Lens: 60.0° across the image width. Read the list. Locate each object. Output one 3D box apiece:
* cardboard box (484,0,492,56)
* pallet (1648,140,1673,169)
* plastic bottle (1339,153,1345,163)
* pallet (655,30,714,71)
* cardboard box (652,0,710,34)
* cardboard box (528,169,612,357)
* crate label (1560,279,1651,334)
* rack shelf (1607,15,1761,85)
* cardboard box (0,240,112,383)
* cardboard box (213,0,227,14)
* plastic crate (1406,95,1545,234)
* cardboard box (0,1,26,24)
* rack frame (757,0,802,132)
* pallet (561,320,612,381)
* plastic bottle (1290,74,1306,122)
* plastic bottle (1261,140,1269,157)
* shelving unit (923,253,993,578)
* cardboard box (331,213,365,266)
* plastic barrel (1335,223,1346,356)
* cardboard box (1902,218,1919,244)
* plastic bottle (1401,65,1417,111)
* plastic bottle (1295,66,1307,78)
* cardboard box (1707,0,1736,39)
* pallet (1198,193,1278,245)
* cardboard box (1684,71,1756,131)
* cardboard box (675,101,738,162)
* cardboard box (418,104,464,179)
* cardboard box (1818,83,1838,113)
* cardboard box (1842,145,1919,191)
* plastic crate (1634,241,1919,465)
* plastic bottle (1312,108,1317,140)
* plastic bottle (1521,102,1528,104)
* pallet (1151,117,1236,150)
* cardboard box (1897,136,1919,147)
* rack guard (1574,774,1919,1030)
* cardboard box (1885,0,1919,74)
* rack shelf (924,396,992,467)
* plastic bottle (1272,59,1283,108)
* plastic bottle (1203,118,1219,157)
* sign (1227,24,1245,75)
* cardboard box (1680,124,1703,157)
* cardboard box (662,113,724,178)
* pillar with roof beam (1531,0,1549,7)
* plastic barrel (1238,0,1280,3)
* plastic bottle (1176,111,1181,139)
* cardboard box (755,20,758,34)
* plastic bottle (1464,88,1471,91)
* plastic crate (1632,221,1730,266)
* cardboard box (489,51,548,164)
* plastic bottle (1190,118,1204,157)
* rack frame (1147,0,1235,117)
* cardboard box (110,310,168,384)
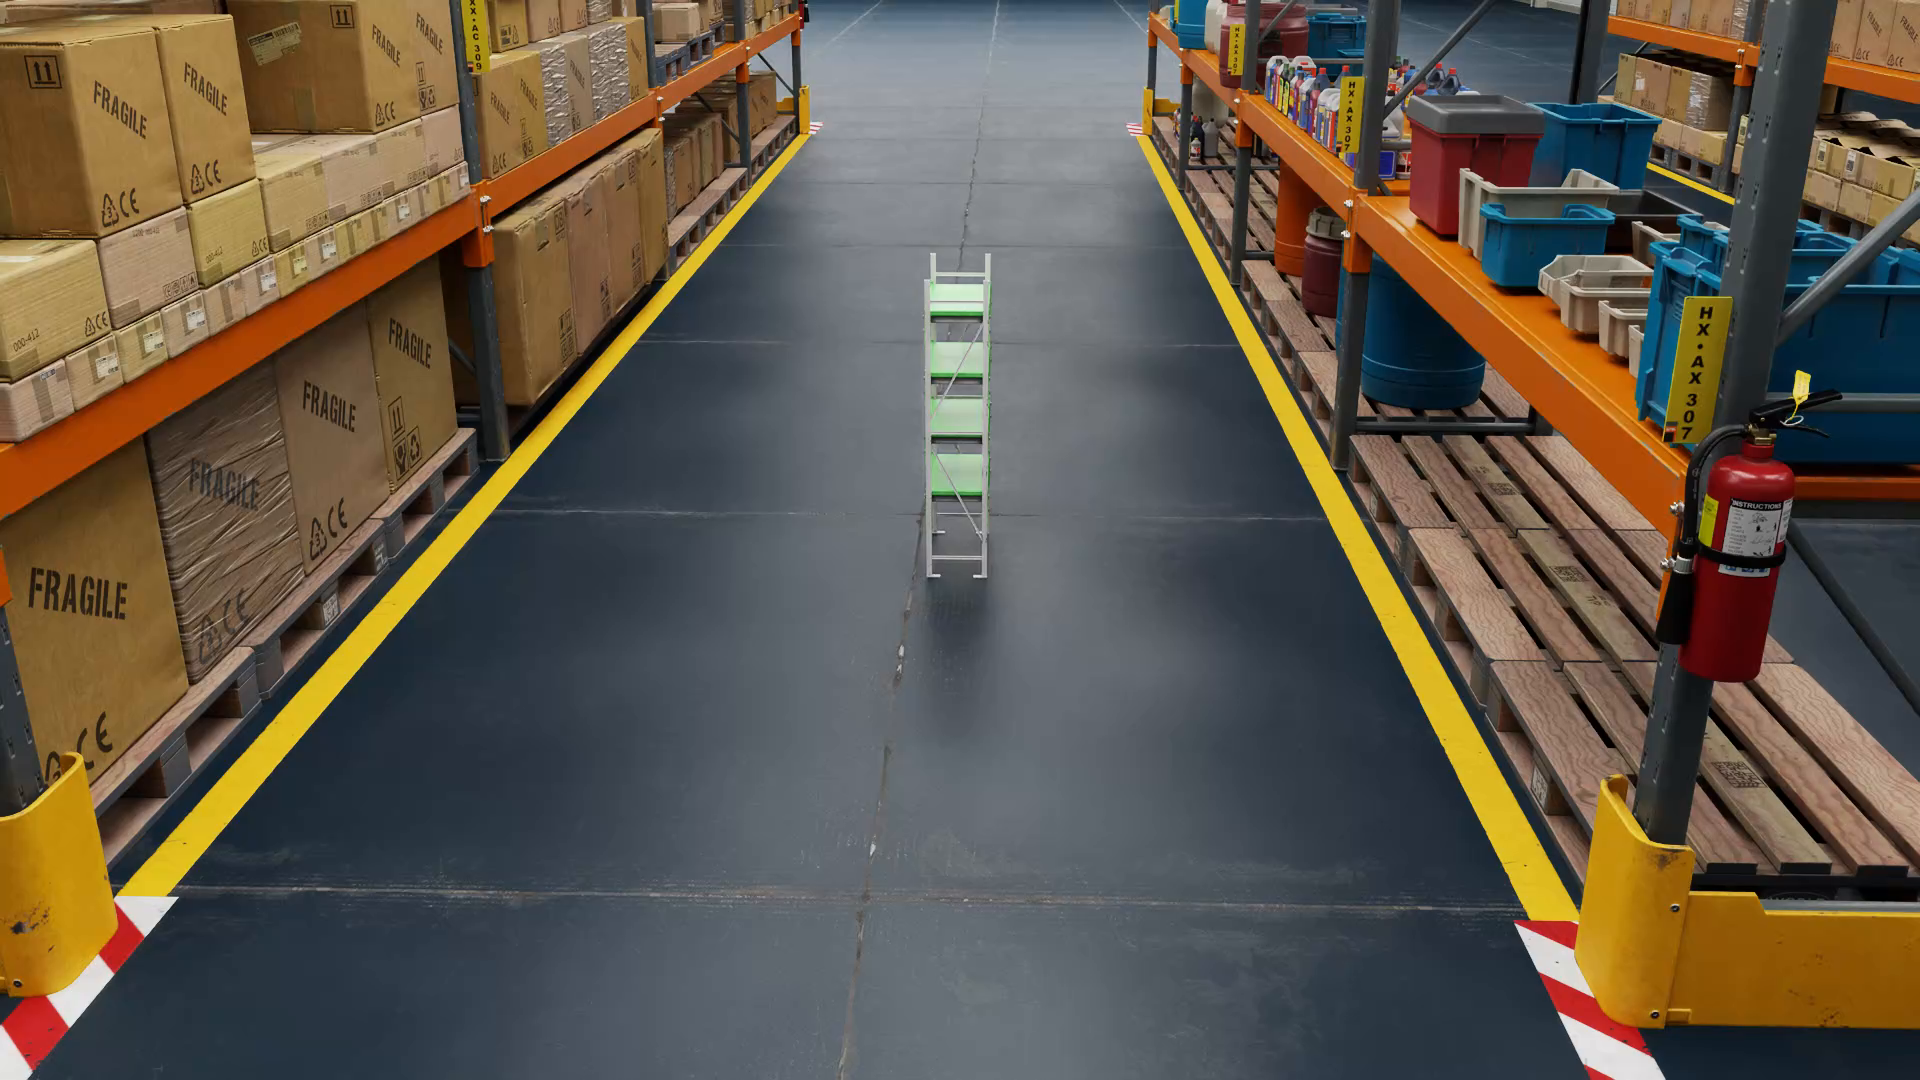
[{"bbox_3d":[-2.672,-2.535,7.891,0.797,0.503,0.637,0,21,0],"label":"cardboard box"},{"bbox_3d":[7.562,-4.002,17.050,1.003,0.211,1.213,1,21,2],"label":"pallet"},{"bbox_3d":[1.968,-2.048,8.230,0.144,0.351,0.185,1,21,2],"label":"plastic bottle"},{"bbox_3d":[-2.542,-3.863,13.103,1.003,0.211,1.213,1,21,2],"label":"pallet"},{"bbox_3d":[-2.400,-4.299,13.238,0.797,0.503,0.637,3,21,7],"label":"cardboard box"},{"bbox_3d":[-2.658,-1.550,9.233,1.225,0.875,0.875,0,21,0],"label":"cardboard box"},{"bbox_3d":[1.997,-0.697,4.959,0.396,0.136,0.243,1,21,2],"label":"crate label"},{"bbox_3d":[7.522,-4.960,16.660,1.077,0.370,4.000,1,21,2],"label":"rack shelf"},{"bbox_3d":[-2.521,-0.583,4.181,0.500,0.250,0.500,0,21,0],"label":"cardboard box"},{"bbox_3d":[-2.976,-1.860,6.435,0.500,0.500,0.500,1,21,2],"label":"cardboard box"},{"bbox_3d":[1.989,-1.473,6.508,0.402,0.464,0.583,1,21,2],"label":"plastic crate"},{"bbox_3d":[-7.220,-3.717,12.324,0.500,0.500,0.500,0,21,1],"label":"cardboard box"},{"bbox_3d":[-2.318,-6.129,18.678,1.000,3.000,0.127,1,21,2],"label":"rack frame"},{"bbox_3d":[-2.701,-1.212,9.861,1.003,0.211,1.213,1,21,2],"label":"pallet"},{"bbox_3d":[1.994,-2.593,9.743,0.097,0.271,0.097,0,21,0],"label":"plastic bottle"},{"bbox_3d":[2.941,-3.791,15.809,0.152,0.276,0.135,1,21,4],"label":"plastic bottle"},{"bbox_3d":[-0.005,-0.500,6.658,0.258,1.200,0.503,1,21,2],"label":"shelving unit"},{"bbox_3d":[-2.404,-1.094,6.050,0.380,0.149,0.250,0,21,1],"label":"cardboard box"},{"bbox_3d":[2.322,-1.406,8.825,0.600,0.901,0.708,1,21,2],"label":"plastic barrel"},{"bbox_3d":[7.112,-2.233,11.857,0.500,0.250,0.500,1,21,3],"label":"cardboard box"},{"bbox_3d":[2.768,-2.775,10.213,0.097,0.271,0.097,0,21,0],"label":"plastic bottle"},{"bbox_3d":[2.068,-2.759,10.171,0.097,0.271,0.097,0,21,0],"label":"plastic bottle"},{"bbox_3d":[7.478,-4.970,15.553,0.700,0.500,0.500,0,21,1],"label":"cardboard box"},{"bbox_3d":[2.491,-2.601,13.441,1.003,0.211,1.213,1,21,2],"label":"pallet"},{"bbox_3d":[7.284,-4.186,15.855,0.500,0.500,0.500,1,21,2],"label":"cardboard box"},{"bbox_3d":[-2.388,-3.857,15.698,0.500,0.500,0.500,0,21,0],"label":"cardboard box"},{"bbox_3d":[-2.435,-1.696,7.050,0.500,0.250,0.500,0,21,1],"label":"cardboard box"},{"bbox_3d":[7.789,-4.000,15.375,0.500,0.500,0.500,1,21,2],"label":"cardboard box"},{"bbox_3d":[7.137,-2.864,12.708,0.500,0.311,0.500,0,21,1],"label":"cardboard box"},{"bbox_3d":[1.969,-0.457,3.928,0.616,0.435,0.499,1,21,2],"label":"plastic crate"},{"bbox_3d":[1.970,-2.278,9.028,0.097,0.201,0.097,0,21,0],"label":"plastic bottle"},{"bbox_3d":[2.603,-1.851,7.720,0.144,0.351,0.185,1,21,2],"label":"plastic bottle"},{"bbox_3d":[2.647,-4.453,18.213,1.003,0.211,1.213,1,21,2],"label":"pallet"},{"bbox_3d":[7.690,-3.048,13.182,0.500,0.311,0.500,0,21,1],"label":"cardboard box"},{"bbox_3d":[2.158,0.885,4.057,1.175,0.500,0.348,1,21,2],"label":"rack guard"},{"bbox_3d":[7.375,-3.779,12.484,0.500,0.500,0.500,0,21,-1],"label":"cardboard box"},{"bbox_3d":[-0.005,-0.440,6.681,0.258,0.148,0.480,1,21,2],"label":"rack shelf"},{"bbox_3d":[1.997,-2.856,10.404,0.061,0.283,0.133,1,21,2],"label":"plastic bottle"},{"bbox_3d":[2.386,-3.833,15.814,0.144,0.351,0.185,1,21,2],"label":"plastic bottle"},{"bbox_3d":[1.839,-3.261,11.062,0.100,0.325,0.005,1,21,2],"label":"sign"},{"bbox_3d":[7.282,-3.837,15.991,0.500,0.250,0.500,1,21,2],"label":"cardboard box"},{"bbox_3d":[-2.480,-3.500,14.751,0.700,0.500,0.500,-1,21,-3],"label":"cardboard box"},{"bbox_3d":[9.805,-17.224,38.981,9.100,9.000,0.400,1,21,2],"label":"pillar with roof beam"},{"bbox_3d":[2.220,-3.760,12.419,0.421,0.512,0.421,0,21,0],"label":"plastic barrel"},{"bbox_3d":[2.255,-4.231,16.951,0.097,0.271,0.097,0,21,0],"label":"plastic bottle"},{"bbox_3d":[-2.134,-4.911,15.887,0.380,0.149,0.250,1,21,2],"label":"cardboard box"},{"bbox_3d":[2.728,-2.299,8.985,0.097,0.271,0.097,0,21,0],"label":"plastic bottle"},{"bbox_3d":[2.515,-1.008,5.761,0.293,0.136,0.466,1,21,2],"label":"plastic crate"},{"bbox_3d":[-2.405,-2.182,8.367,0.500,0.500,0.500,1,21,2],"label":"cardboard box"},{"bbox_3d":[2.242,-3.834,15.818,0.144,0.351,0.185,0,21,0],"label":"plastic bottle"},{"bbox_3d":[2.632,-6.074,18.537,1.000,3.000,0.127,1,21,2],"label":"rack frame"},{"bbox_3d":[-2.451,-0.537,4.613,0.380,0.149,0.250,0,21,0],"label":"cardboard box"}]
